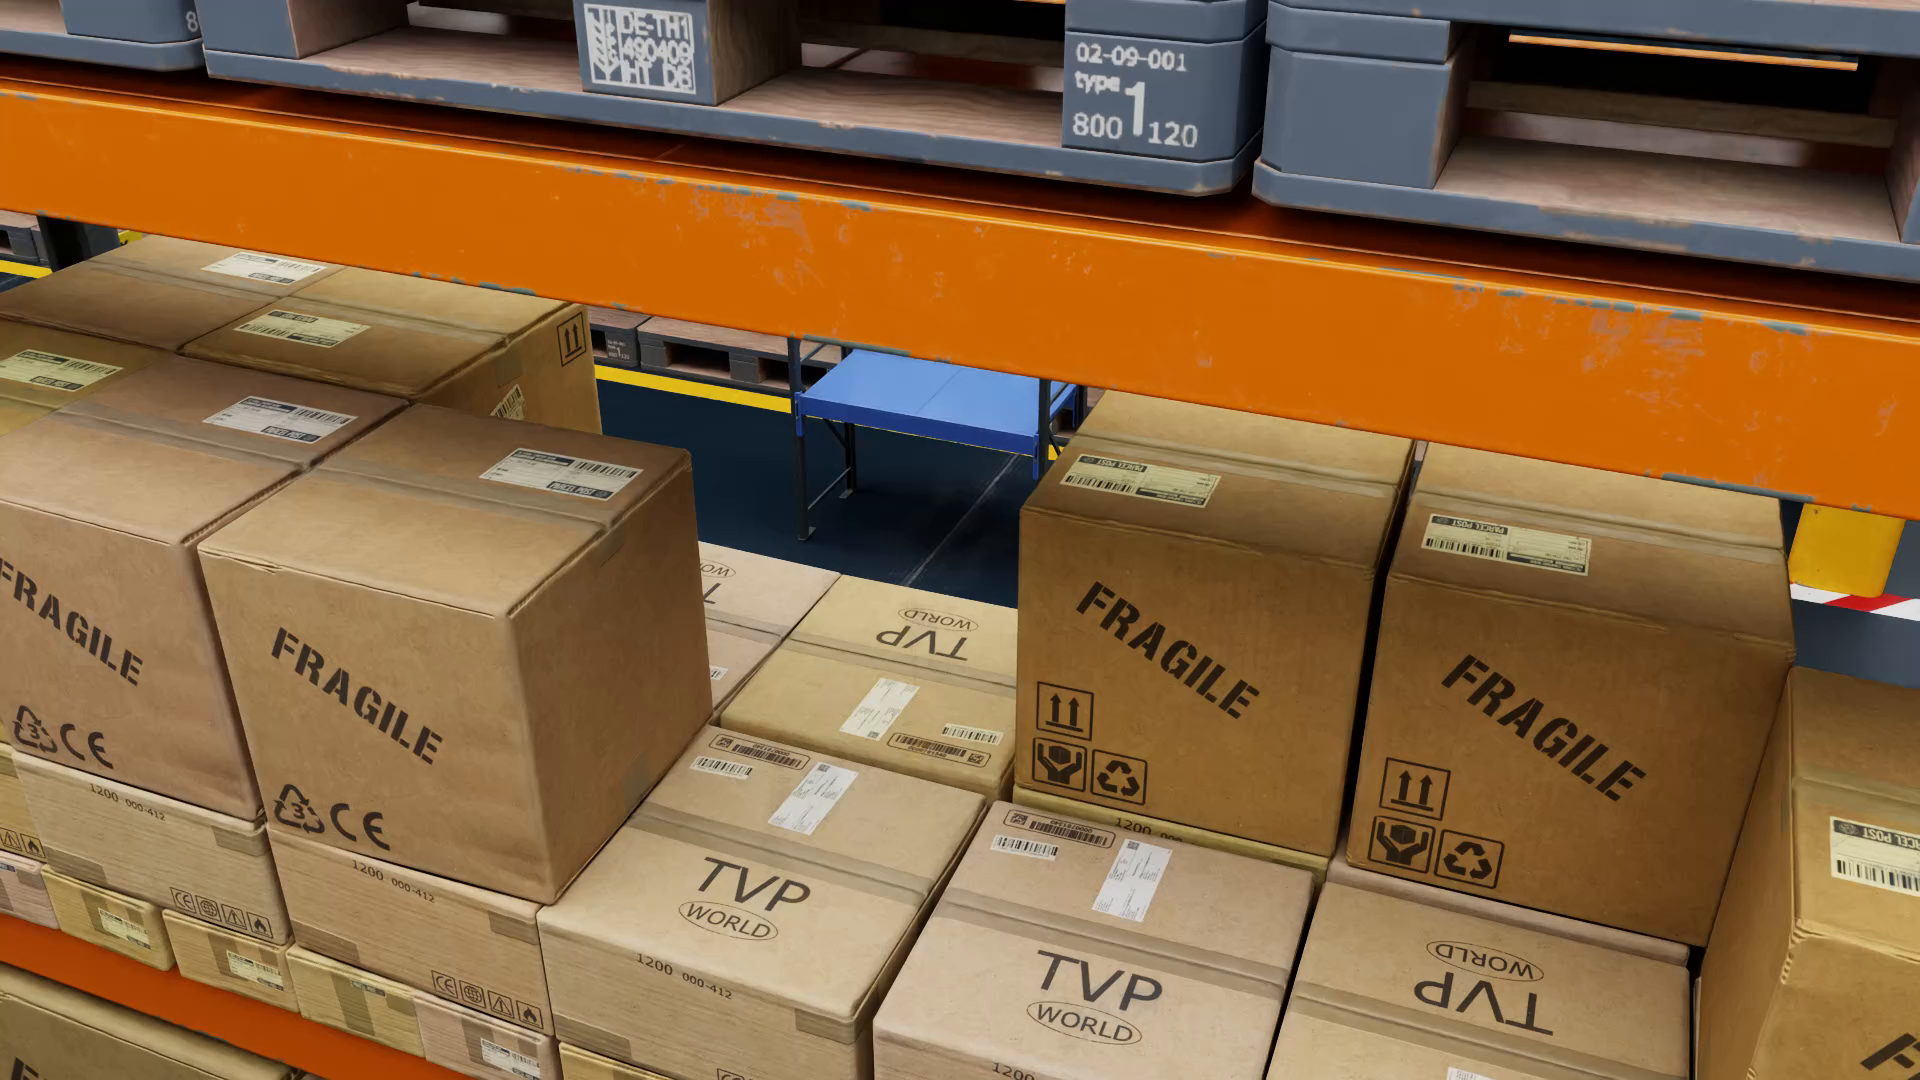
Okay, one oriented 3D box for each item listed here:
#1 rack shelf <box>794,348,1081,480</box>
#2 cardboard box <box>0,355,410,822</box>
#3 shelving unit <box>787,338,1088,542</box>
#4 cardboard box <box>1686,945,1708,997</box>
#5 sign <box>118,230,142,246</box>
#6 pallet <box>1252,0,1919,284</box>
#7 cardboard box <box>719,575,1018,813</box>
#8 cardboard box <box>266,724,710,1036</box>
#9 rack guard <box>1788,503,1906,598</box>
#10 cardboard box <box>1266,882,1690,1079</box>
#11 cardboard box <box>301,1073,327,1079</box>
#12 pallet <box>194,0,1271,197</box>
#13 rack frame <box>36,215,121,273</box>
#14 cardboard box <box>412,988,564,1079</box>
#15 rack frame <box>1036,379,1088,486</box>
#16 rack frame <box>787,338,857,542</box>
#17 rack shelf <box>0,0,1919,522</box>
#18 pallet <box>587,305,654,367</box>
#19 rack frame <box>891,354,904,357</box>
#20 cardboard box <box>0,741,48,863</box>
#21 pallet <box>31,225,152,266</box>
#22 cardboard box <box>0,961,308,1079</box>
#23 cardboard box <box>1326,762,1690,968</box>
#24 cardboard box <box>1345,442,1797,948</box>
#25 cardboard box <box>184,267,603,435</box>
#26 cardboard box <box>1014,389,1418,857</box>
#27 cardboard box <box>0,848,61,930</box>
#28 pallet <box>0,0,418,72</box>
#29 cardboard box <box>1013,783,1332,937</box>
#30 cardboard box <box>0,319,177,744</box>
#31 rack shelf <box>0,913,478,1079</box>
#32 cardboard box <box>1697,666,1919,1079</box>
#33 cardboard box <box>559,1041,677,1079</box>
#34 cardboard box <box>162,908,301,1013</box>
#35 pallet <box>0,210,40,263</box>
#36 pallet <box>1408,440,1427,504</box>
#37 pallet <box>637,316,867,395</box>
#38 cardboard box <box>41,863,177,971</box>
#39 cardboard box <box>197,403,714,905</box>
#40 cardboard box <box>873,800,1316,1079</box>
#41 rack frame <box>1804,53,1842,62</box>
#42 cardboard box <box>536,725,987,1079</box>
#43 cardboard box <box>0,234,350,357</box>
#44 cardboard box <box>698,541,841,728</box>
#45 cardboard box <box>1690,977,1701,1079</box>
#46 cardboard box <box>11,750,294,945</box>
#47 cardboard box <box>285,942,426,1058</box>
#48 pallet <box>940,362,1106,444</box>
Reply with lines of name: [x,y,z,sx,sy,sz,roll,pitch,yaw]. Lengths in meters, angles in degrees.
rack shelf: [-0.079,-0.512,6.497,1.000,0.185,0.538,11,31,19]
cardboard box: [-1.212,0.056,2.690,0.500,0.500,0.500,11,31,19]
shelving unit: [-0.079,-0.669,6.409,1.048,1.500,0.538,11,31,19]
cardboard box: [1.350,0.611,2.470,0.500,0.250,0.500,10,31,18]
sign: [-1.806,-0.517,3.657,0.005,0.325,0.100,11,31,19]
pallet: [1.002,-0.512,1.650,1.213,0.211,1.003,11,31,19]
cardboard box: [-0.084,0.329,2.969,0.500,0.250,0.500,11,31,18]
cardboard box: [-0.735,0.477,2.708,0.500,0.250,0.500,12,32,20]
rack guard: [3.583,-0.284,6.745,0.348,0.500,1.175,11,31,19]
cardboard box: [0.675,0.760,2.207,0.500,0.250,0.500,11,31,18]
cardboard box: [-0.598,1.214,3.285,0.875,0.875,0.875,11,31,19]
pallet: [-0.132,-0.737,2.048,1.213,0.211,1.003,11,31,19]
rack frame: [-2.013,0.147,3.441,0.127,3.000,1.000,11,31,19]
cardboard box: [-0.663,0.703,2.714,0.250,0.149,0.380,12,32,20]
rack frame: [0.392,-0.575,6.242,0.032,1.500,0.500,11,31,19]
rack frame: [-0.550,-0.763,6.575,0.032,1.500,0.500,11,31,19]
rack shelf: [-0.160,-0.475,2.225,4.000,0.370,1.077,11,31,19]
pallet: [-1.985,-1.284,8.807,1.213,0.211,1.003,11,31,19]
rack frame: [-0.151,-2.111,7.437,0.127,3.000,1.000,11,31,19]
cardboard box: [-1.676,0.289,3.040,0.500,0.250,0.500,11,31,18]
pallet: [-4.561,-1.798,9.717,1.213,0.211,1.003,11,31,19]
cardboard box: [-1.431,1.048,3.580,0.875,0.875,0.875,11,31,19]
cardboard box: [0.866,0.518,2.635,0.500,0.250,0.500,11,31,19]
cardboard box: [0.887,0.192,2.450,0.500,0.500,0.500,11,31,18]
cardboard box: [-1.024,-0.186,3.118,0.500,0.500,0.500,12,31,20]
cardboard box: [0.405,0.099,2.614,0.500,0.500,0.500,10,31,18]
cardboard box: [-1.621,0.512,3.052,0.250,0.149,0.380,10,31,17]
pallet: [-1.259,-0.964,2.449,1.213,0.211,1.003,11,31,19]
cardboard box: [0.402,0.423,2.803,0.500,0.250,0.500,10,31,17]
cardboard box: [-1.665,-0.038,2.857,0.500,0.500,0.500,11,31,19]
rack shelf: [-0.160,0.830,2.964,4.000,0.370,1.077,11,31,19]
cardboard box: [1.143,0.526,1.859,0.500,0.500,0.500,12,32,20]
cardboard box: [-0.419,0.751,2.629,0.250,0.149,0.380,10,31,18]
cardboard box: [-1.132,0.608,2.881,0.250,0.149,0.380,10,31,18]
pallet: [-5.687,-2.025,10.117,1.213,0.211,1.003,11,31,19]
pallet: [1.680,-0.554,7.515,1.213,0.211,1.003,11,31,19]
pallet: [-0.850,-1.059,8.409,1.213,0.211,1.003,11,31,19]
cardboard box: [-1.376,0.560,2.966,0.250,0.149,0.380,12,32,21]
cardboard box: [-0.728,0.151,2.523,0.500,0.500,0.500,10,31,18]
cardboard box: [0.203,0.666,2.373,0.500,0.250,0.500,10,31,17]
rack frame: [5.422,-3.629,10.122,0.127,3.000,1.000,11,31,19]
cardboard box: [-0.281,0.572,2.540,0.500,0.250,0.500,11,31,19]
cardboard box: [-1.486,-0.280,3.286,0.500,0.500,0.500,12,32,21]
cardboard box: [-0.552,0.234,3.138,0.500,0.250,0.500,12,32,20]
cardboard box: [1.145,0.854,2.040,0.500,0.250,0.500,11,31,18]
cardboard box: [-1.217,0.384,2.873,0.500,0.250,0.500,11,31,19]
cardboard box: [-0.895,0.655,2.798,0.250,0.149,0.380,11,31,18]
pallet: [0.545,-0.779,7.913,1.213,0.211,1.003,11,31,19]
